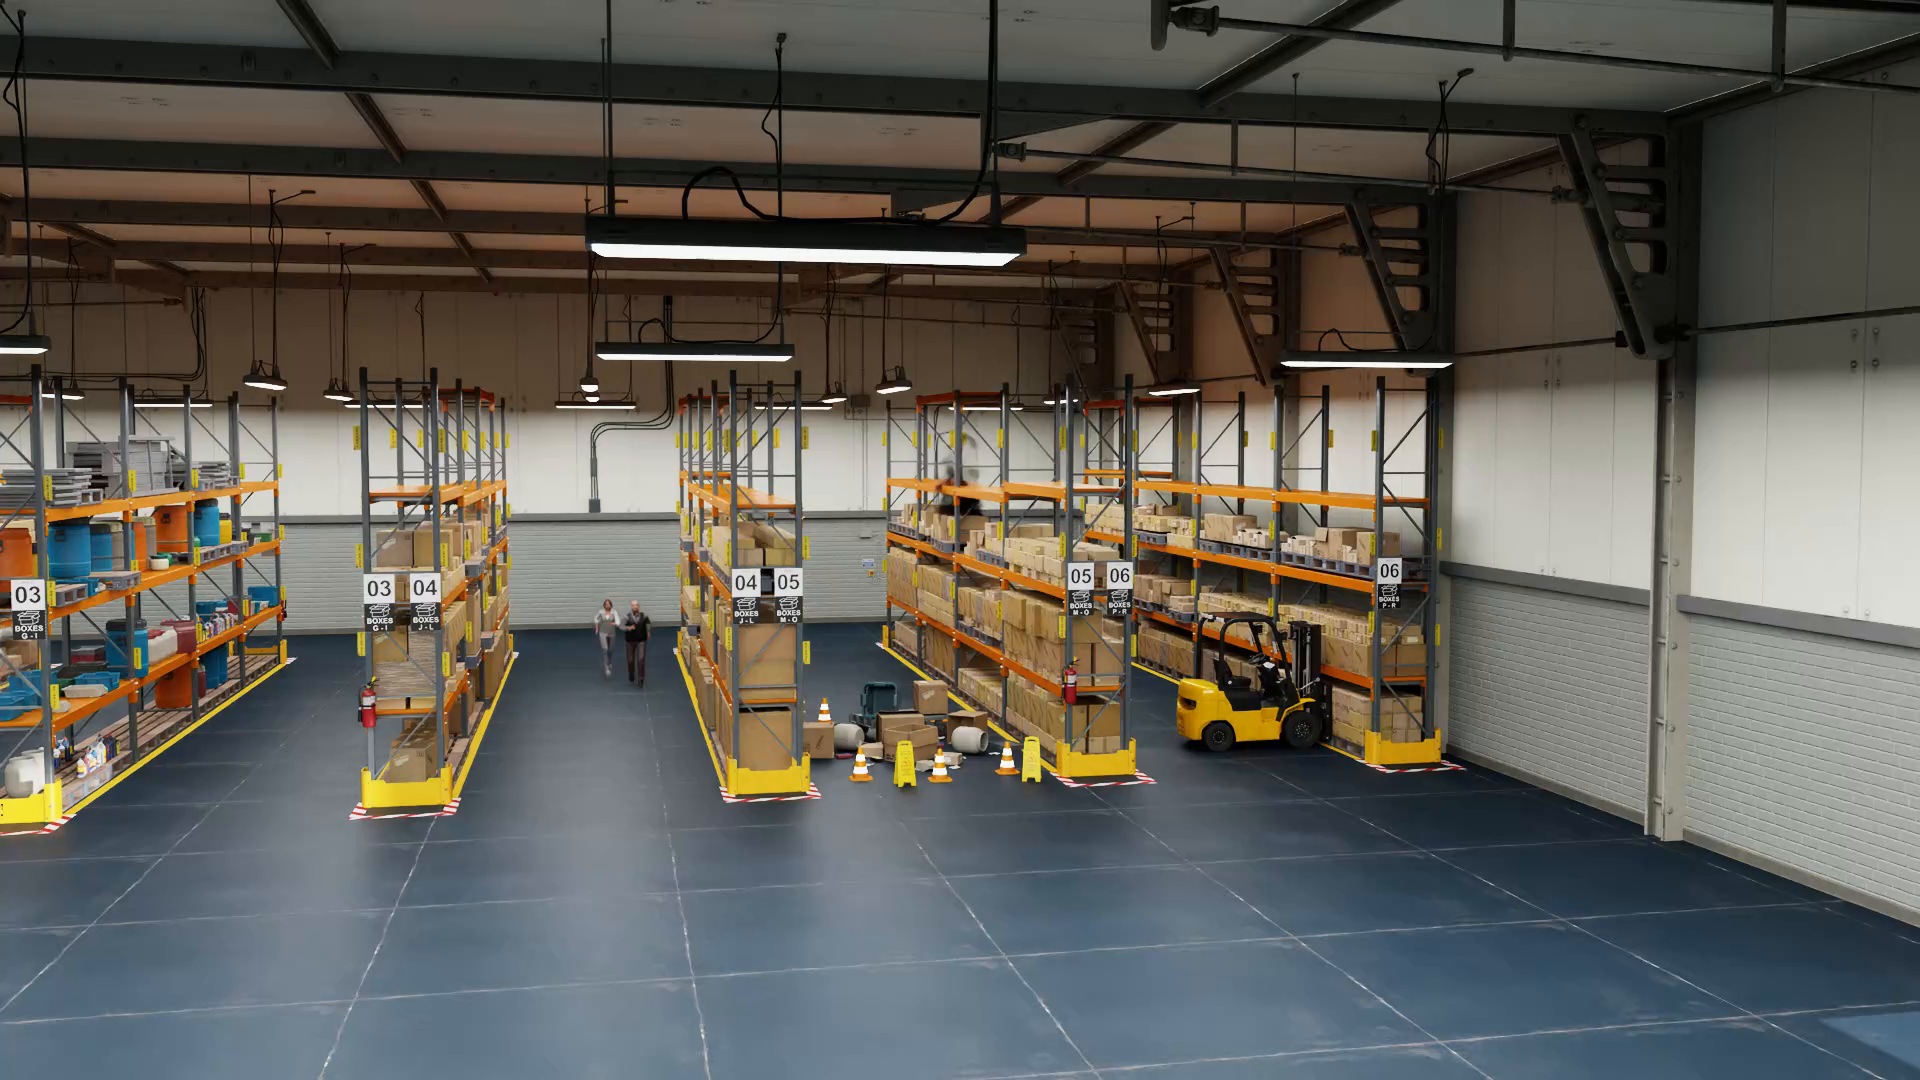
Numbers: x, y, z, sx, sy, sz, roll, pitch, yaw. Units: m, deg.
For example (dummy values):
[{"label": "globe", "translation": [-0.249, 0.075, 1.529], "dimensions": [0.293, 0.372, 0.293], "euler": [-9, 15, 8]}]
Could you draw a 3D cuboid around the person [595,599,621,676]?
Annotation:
[{"label": "person", "translation": [-7.534, 2.060, 35.590], "dimensions": [0.520, 1.611, 0.856], "euler": [-1, 4, -18]}]

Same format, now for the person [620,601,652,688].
[{"label": "person", "translation": [-6.612, 2.098, 33.921], "dimensions": [0.650, 1.721, 0.952], "euler": [-1, 3, -13]}]
